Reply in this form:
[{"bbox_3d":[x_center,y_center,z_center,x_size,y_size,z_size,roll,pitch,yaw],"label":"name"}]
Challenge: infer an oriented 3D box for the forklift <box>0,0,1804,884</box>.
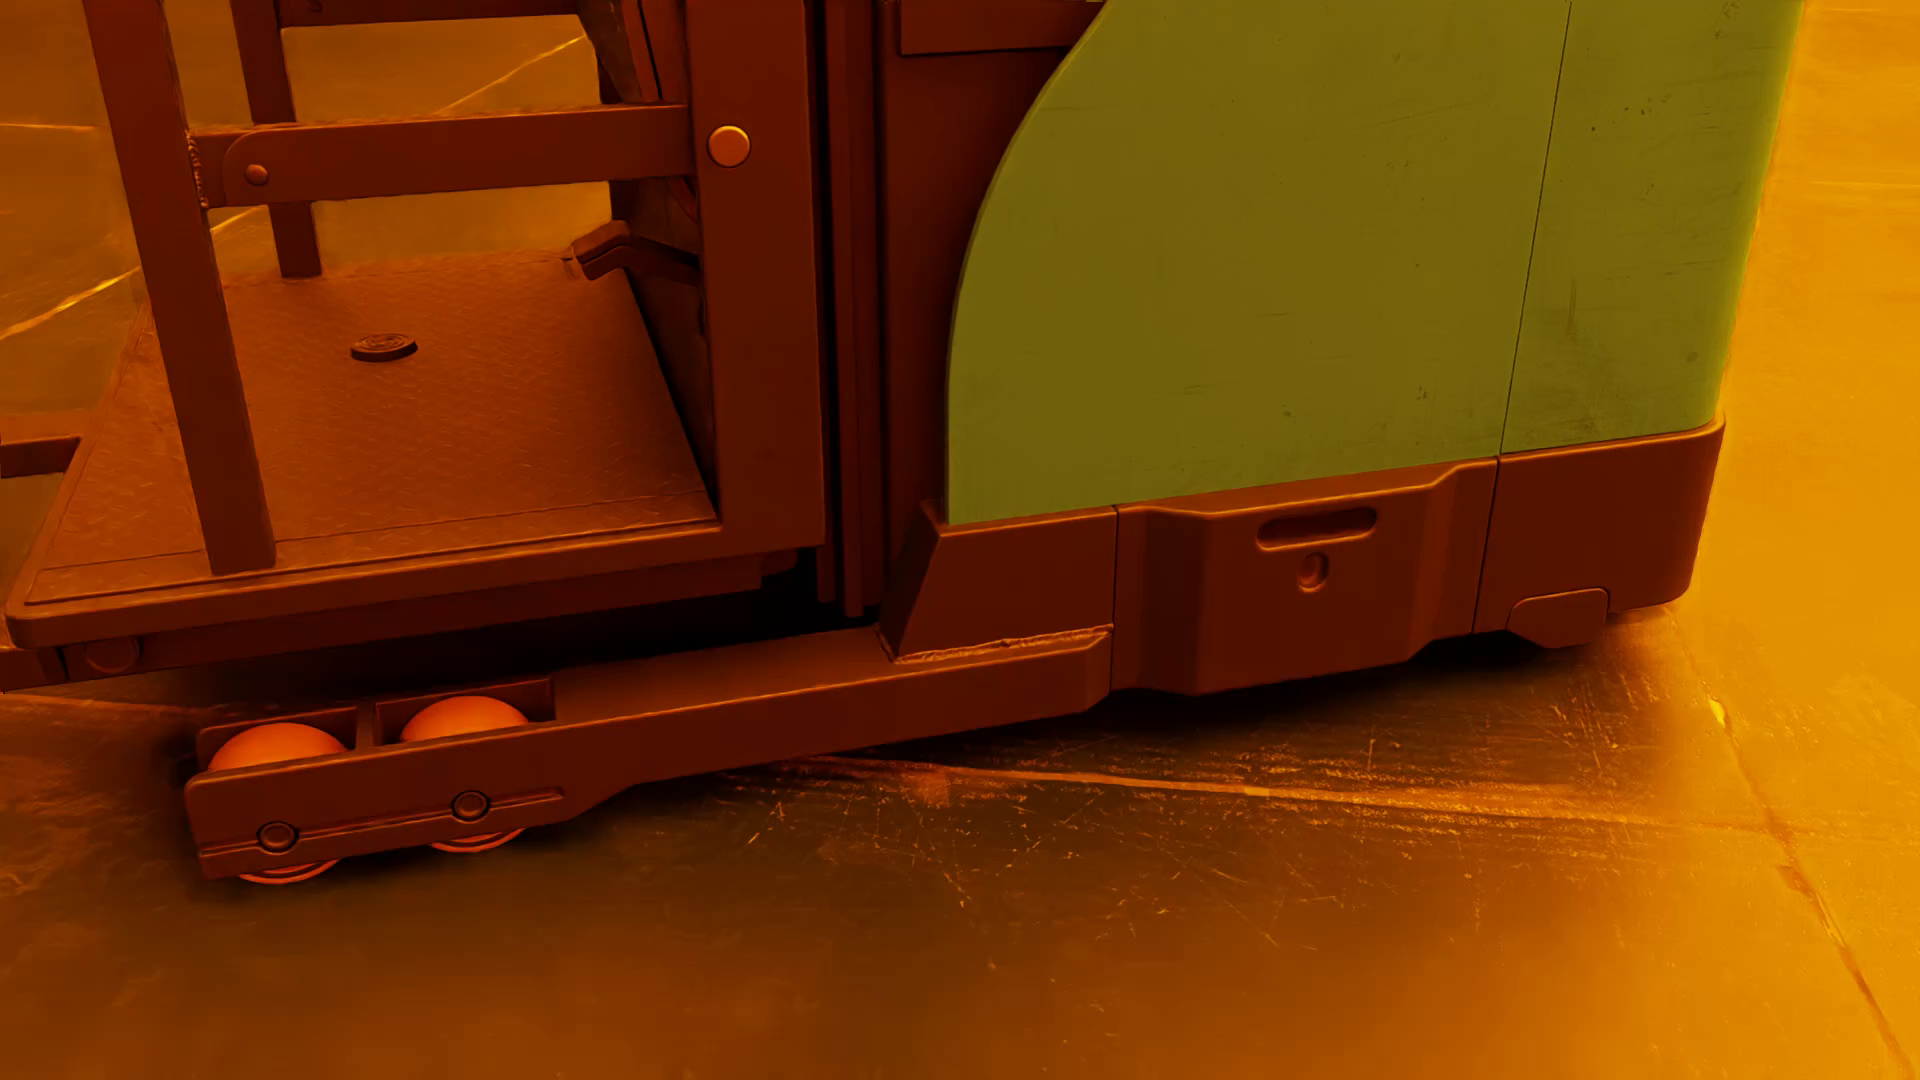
[{"bbox_3d":[-0.592,-1.210,1.641,3.031,2.935,1.130,-7,27,-15],"label":"forklift"}]
